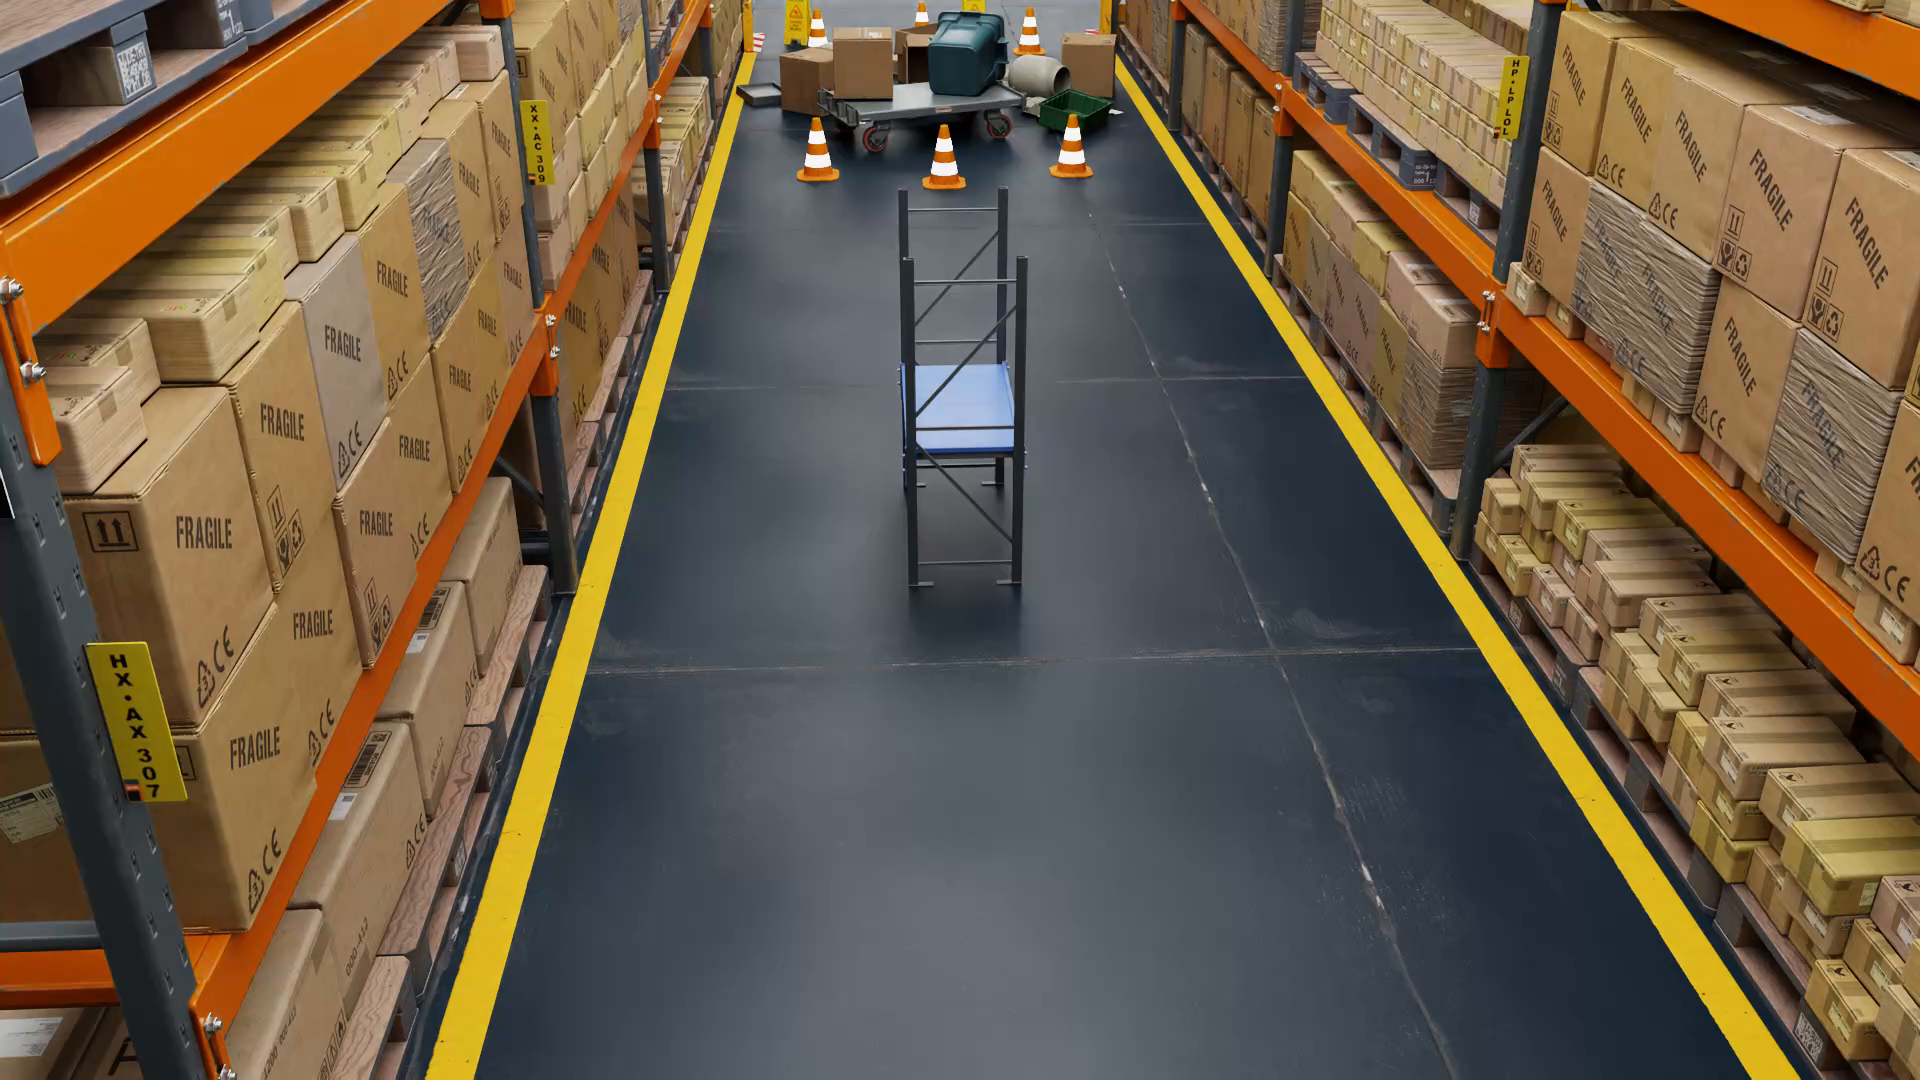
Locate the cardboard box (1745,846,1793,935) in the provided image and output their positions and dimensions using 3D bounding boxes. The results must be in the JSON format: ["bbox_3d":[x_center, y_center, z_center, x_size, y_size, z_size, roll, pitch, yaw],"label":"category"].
[{"bbox_3d":[2.658,1.067,5.089,0.380,0.149,0.250,-1,28,-2],"label":"cardboard box"}]

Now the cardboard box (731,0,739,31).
[{"bbox_3d":[-2.479,-5.336,16.446,0.500,0.500,0.500,0,28,-1],"label":"cardboard box"}]

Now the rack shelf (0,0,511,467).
[{"bbox_3d":[-2.080,-1.187,4.316,1.077,0.370,4.000,-1,28,-3],"label":"rack shelf"}]

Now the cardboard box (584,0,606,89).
[{"bbox_3d":[-2.032,-2.502,8.114,0.500,0.500,0.500,-2,28,-3],"label":"cardboard box"}]

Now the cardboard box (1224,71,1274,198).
[{"bbox_3d":[2.553,-2.989,12.215,1.050,0.750,0.750,-1,28,-2],"label":"cardboard box"}]

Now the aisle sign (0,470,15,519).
[{"bbox_3d":[-1.683,-0.379,2.421,0.394,0.787,0.004,-1,28,-3],"label":"aisle sign"}]

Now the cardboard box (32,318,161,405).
[{"bbox_3d":[-1.803,-0.317,3.224,0.380,0.149,0.250,-1,28,-1],"label":"cardboard box"}]

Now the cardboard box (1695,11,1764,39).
[{"bbox_3d":[3.048,-1.675,6.206,0.500,0.500,0.500,-2,28,-4],"label":"cardboard box"}]

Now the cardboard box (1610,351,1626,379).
[{"bbox_3d":[2.604,-0.651,6.025,0.380,0.149,0.250,-3,28,-5],"label":"cardboard box"}]

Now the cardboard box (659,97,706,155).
[{"bbox_3d":[-2.532,-3.241,13.108,0.950,0.372,0.625,0,28,1],"label":"cardboard box"}]

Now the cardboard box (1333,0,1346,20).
[{"bbox_3d":[2.392,-3.109,9.642,0.380,0.149,0.250,-2,28,-4],"label":"cardboard box"}]

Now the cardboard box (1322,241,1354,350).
[{"bbox_3d":[2.388,-1.389,9.418,0.500,0.500,0.500,-2,28,-4],"label":"cardboard box"}]

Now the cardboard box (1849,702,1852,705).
[{"bbox_3d":[3.059,0.550,5.759,0.380,0.149,0.250,0,28,0],"label":"cardboard box"}]

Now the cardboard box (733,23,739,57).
[{"bbox_3d":[-2.481,-5.002,16.616,0.500,0.250,0.500,-1,28,-2],"label":"cardboard box"}]

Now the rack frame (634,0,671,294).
[{"bbox_3d":[-2.394,-2.947,10.156,1.000,3.000,0.127,-1,28,-3],"label":"rack frame"}]

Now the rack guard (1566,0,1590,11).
[{"bbox_3d":[7.089,-5.737,18.209,1.175,0.500,0.348,-1,28,-3],"label":"rack guard"}]

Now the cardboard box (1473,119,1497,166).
[{"bbox_3d":[2.520,-1.773,7.402,0.380,0.149,0.250,-1,28,-2],"label":"cardboard box"}]

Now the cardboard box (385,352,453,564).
[{"bbox_3d":[-1.820,-0.224,4.828,0.500,0.500,0.500,0,28,-1],"label":"cardboard box"}]

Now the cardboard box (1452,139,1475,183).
[{"bbox_3d":[2.509,-1.754,7.687,0.380,0.149,0.250,-1,28,-3],"label":"cardboard box"}]

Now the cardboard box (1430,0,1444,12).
[{"bbox_3d":[3.028,-3.236,9.885,0.380,0.149,0.250,-2,28,-5],"label":"cardboard box"}]

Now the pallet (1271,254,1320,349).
[{"bbox_3d":[2.584,-1.516,10.428,1.003,0.211,1.213,-1,28,-3],"label":"pallet"}]

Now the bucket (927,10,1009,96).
[{"bbox_3d":[0.026,-4.190,14.436,0.726,0.611,0.620,8,39,15],"label":"bucket"}]

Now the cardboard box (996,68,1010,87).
[{"bbox_3d":[0.406,-4.497,16.085,0.396,0.266,0.258,3,28,6],"label":"cardboard box"}]

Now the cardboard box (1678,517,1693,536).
[{"bbox_3d":[3.105,-0.062,6.610,0.380,0.149,0.250,-2,28,-3],"label":"cardboard box"}]

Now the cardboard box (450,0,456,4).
[{"bbox_3d":[-2.500,-2.261,7.652,0.500,0.500,0.500,-1,28,-1],"label":"cardboard box"}]

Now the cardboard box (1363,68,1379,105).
[{"bbox_3d":[2.426,-2.480,9.079,0.380,0.149,0.250,-1,28,-1],"label":"cardboard box"}]

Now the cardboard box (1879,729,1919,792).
[{"bbox_3d":[3.154,0.661,5.225,0.380,0.149,0.250,0,28,-1],"label":"cardboard box"}]

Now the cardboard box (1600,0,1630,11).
[{"bbox_3d":[7.101,-5.670,17.626,0.500,0.500,0.500,4,28,7],"label":"cardboard box"}]

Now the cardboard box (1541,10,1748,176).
[{"bbox_3d":[2.533,-1.671,6.199,0.500,0.500,0.500,-1,28,-1],"label":"cardboard box"}]

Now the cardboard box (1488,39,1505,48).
[{"bbox_3d":[3.080,-2.627,9.039,0.380,0.149,0.250,-2,28,-3],"label":"cardboard box"}]

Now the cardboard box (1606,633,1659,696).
[{"bbox_3d":[2.556,0.452,5.946,0.380,0.149,0.250,-2,28,-3],"label":"cardboard box"}]

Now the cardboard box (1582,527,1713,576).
[{"bbox_3d":[2.618,0.077,6.345,0.380,0.149,0.250,-2,28,-4],"label":"cardboard box"}]

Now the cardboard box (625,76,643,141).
[{"bbox_3d":[-2.066,-2.417,9.303,0.500,0.250,0.500,-1,28,-2],"label":"cardboard box"}]

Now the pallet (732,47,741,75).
[{"bbox_3d":[-2.800,-4.994,17.096,1.003,0.211,1.213,-1,28,-3],"label":"pallet"}]

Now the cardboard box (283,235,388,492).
[{"bbox_3d":[-1.785,-0.444,4.169,0.500,0.500,0.500,-2,28,-3],"label":"cardboard box"}]

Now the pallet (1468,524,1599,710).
[{"bbox_3d":[2.824,0.280,6.985,1.003,0.211,1.213,-1,28,-3],"label":"pallet"}]

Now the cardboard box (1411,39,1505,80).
[{"bbox_3d":[2.470,-2.387,8.257,0.380,0.149,0.250,-3,28,-5],"label":"cardboard box"}]

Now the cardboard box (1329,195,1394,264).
[{"bbox_3d":[2.378,-1.736,9.273,0.500,0.250,0.500,-1,28,-2],"label":"cardboard box"}]

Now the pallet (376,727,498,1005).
[{"bbox_3d":[-2.157,1.055,5.499,1.003,0.211,1.213,-1,28,-3],"label":"pallet"}]

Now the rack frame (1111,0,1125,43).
[{"bbox_3d":[2.127,-6.807,17.558,1.000,3.000,0.127,-1,28,-3],"label":"rack frame"}]

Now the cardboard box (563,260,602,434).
[{"bbox_3d":[-2.352,-1.045,8.353,0.875,0.875,0.875,-1,28,-1],"label":"cardboard box"}]

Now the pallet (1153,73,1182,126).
[{"bbox_3d":[2.374,-4.077,15.338,1.003,0.211,1.213,-1,28,-3],"label":"pallet"}]

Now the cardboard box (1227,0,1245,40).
[{"bbox_3d":[2.202,-3.820,11.722,0.500,0.500,0.500,-2,28,-4],"label":"cardboard box"}]

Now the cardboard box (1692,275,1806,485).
[{"bbox_3d":[2.608,-0.498,5.032,0.500,0.500,0.500,0,28,0],"label":"cardboard box"}]

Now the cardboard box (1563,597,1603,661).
[{"bbox_3d":[2.593,0.341,6.482,0.380,0.149,0.250,-2,28,-4],"label":"cardboard box"}]

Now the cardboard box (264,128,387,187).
[{"bbox_3d":[-1.819,-1.035,4.600,0.380,0.149,0.250,-1,28,-3],"label":"cardboard box"}]

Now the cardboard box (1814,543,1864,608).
[{"bbox_3d":[2.638,0.078,4.628,0.380,0.149,0.250,-3,28,-5],"label":"cardboard box"}]

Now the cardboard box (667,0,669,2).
[{"bbox_3d":[-2.261,-3.924,11.847,0.380,0.149,0.250,-1,28,-1],"label":"cardboard box"}]

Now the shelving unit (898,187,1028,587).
[{"bbox_3d":[-0.004,-0.704,7.479,0.538,1.500,1.048,-1,28,-3],"label":"shelving unit"}]

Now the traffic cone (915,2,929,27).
[{"bbox_3d":[-0.410,-5.533,17.858,0.336,0.463,0.334,-1,28,-3],"label":"traffic cone"}]

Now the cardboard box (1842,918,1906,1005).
[{"bbox_3d":[2.690,1.169,4.573,0.380,0.149,0.250,-2,28,-4],"label":"cardboard box"}]

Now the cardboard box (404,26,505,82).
[{"bbox_3d":[-1.851,-1.740,5.952,0.380,0.149,0.250,-2,28,-4],"label":"cardboard box"}]

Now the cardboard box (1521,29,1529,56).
[{"bbox_3d":[3.106,-2.519,8.510,0.380,0.149,0.250,-1,28,-1],"label":"cardboard box"}]

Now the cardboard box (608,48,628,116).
[{"bbox_3d":[-2.037,-2.412,8.752,0.500,0.250,0.500,-2,28,-4],"label":"cardboard box"}]

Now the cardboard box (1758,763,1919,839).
[{"bbox_3d":[2.635,0.802,4.954,0.380,0.149,0.250,-2,28,-5],"label":"cardboard box"}]

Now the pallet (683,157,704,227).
[{"bbox_3d":[-2.494,-2.633,12.571,1.003,0.211,1.213,-1,28,-3],"label":"pallet"}]

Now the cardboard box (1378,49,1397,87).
[{"bbox_3d":[2.438,-2.497,8.789,0.380,0.149,0.250,-2,28,-3],"label":"cardboard box"}]
